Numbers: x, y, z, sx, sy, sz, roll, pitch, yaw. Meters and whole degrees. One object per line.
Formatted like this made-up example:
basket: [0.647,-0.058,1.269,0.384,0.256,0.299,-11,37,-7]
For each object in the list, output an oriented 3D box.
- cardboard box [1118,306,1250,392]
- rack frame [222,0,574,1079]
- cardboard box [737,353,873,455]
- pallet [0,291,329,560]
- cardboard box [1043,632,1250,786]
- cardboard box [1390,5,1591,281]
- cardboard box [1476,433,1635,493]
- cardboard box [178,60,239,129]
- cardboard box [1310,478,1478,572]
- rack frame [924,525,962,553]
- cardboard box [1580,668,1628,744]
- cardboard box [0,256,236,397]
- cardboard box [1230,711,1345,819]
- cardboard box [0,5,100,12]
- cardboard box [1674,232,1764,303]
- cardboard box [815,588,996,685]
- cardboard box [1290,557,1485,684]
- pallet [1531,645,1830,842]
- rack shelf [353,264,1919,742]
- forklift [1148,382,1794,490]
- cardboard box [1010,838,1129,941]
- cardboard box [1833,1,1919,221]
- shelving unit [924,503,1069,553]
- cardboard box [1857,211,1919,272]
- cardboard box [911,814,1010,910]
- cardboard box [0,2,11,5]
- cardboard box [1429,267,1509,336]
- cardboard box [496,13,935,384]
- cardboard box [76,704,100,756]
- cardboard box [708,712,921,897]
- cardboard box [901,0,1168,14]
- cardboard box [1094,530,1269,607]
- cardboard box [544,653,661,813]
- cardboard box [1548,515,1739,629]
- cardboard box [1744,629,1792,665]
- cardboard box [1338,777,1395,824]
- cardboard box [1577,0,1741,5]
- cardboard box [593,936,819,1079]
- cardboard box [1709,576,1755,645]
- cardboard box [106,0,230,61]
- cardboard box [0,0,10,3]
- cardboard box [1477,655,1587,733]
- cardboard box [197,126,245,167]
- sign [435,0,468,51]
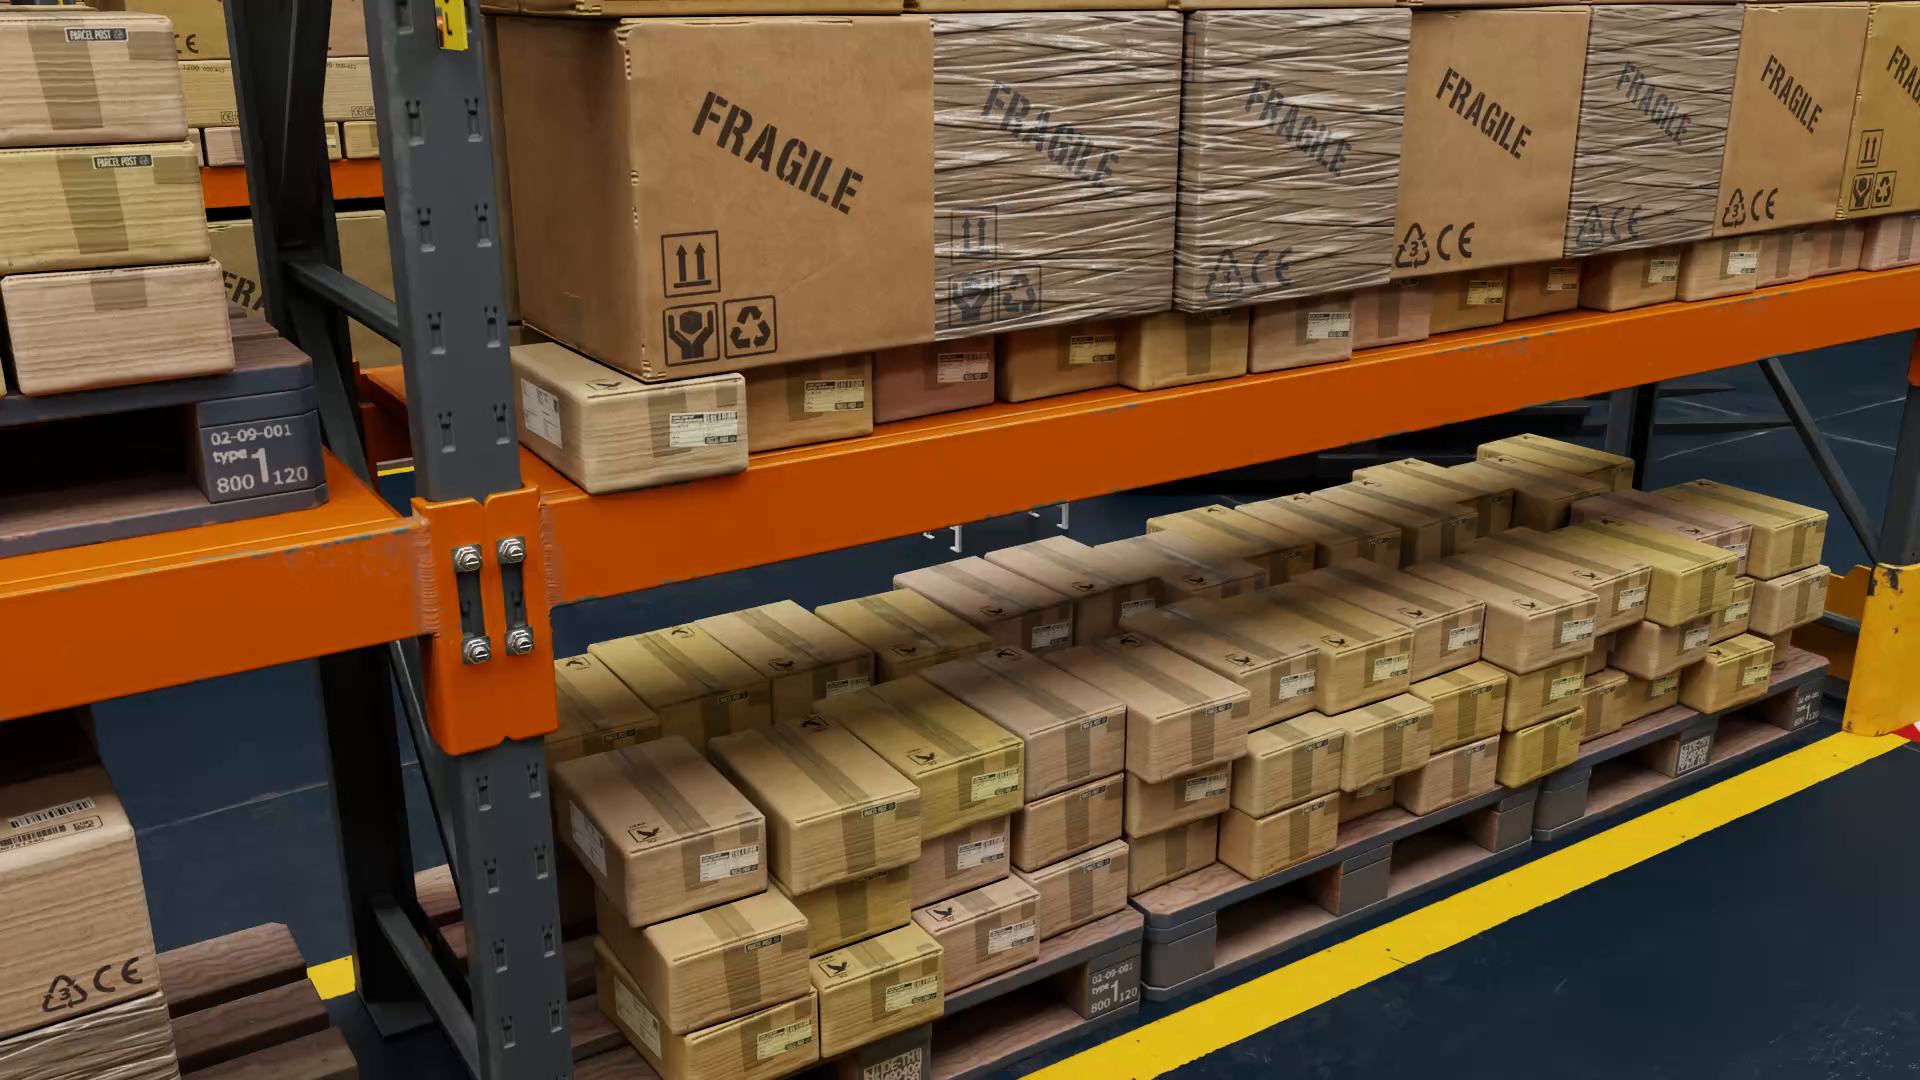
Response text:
cardboard box: [0.328,-0.403,3.146,0.250,0.149,0.380,-11,22,-30]
rack frame: [-0.935,-0.360,2.626,0.127,3.000,1.000,-12,22,-31]
cardboard box: [-0.343,-0.269,2.748,0.250,0.149,0.380,-11,22,-30]
pallet: [-1.653,-0.173,2.374,1.213,0.211,1.003,-12,22,-31]
cardboard box: [0.377,0.339,3.425,0.250,0.149,0.380,-11,22,-30]
cardboard box: [0.899,-0.839,3.421,0.500,0.500,0.500,-11,21,-29]
cardboard box: [1.782,-0.193,5.000,0.250,0.149,0.380,-13,23,-34]
cardboard box: [-3.042,-1.787,6.617,0.500,0.250,0.500,-12,22,-32]
cardboard box: [1.175,-0.037,4.537,0.250,0.149,0.380,-13,23,-34]
rack frame: [-0.066,-0.555,6.012,0.015,1.200,0.240,-12,22,-31]
cardboard box: [1.455,0.378,4.238,0.250,0.149,0.380,-12,22,-31]
cardboard box: [-1.157,-0.317,2.236,0.250,0.149,0.380,-12,22,-33]
cardboard box: [0.605,0.435,3.606,0.250,0.149,0.380,-12,22,-32]
cardboard box: [-1.516,-0.775,2.663,0.250,0.149,0.380,-11,21,-29]
cardboard box: [1.660,-0.679,3.963,0.250,0.149,0.380,-11,22,-30]
cardboard box: [-0.125,0.251,3.685,0.250,0.149,0.380,-11,22,-30]
cardboard box: [0.990,0.182,3.889,0.250,0.149,0.380,-13,23,-33]
pallet: [1.645,0.403,4.722,1.213,0.211,1.003,-12,22,-31]
rack shelf: [0.736,-0.372,3.783,4.000,0.370,1.077,-12,22,-31]
forklift: [2.058,-1.756,6.863,3.031,2.935,1.130,-1,19,-3]
cardboard box: [0.132,0.651,3.432,0.250,0.149,0.380,-12,22,-33]
cardboard box: [2.172,-1.105,4.209,0.500,0.500,0.500,-11,22,-30]
shelving unit: [0.138,-0.598,6.139,0.503,1.200,0.258,-12,22,-31]
cardboard box: [2.289,-0.813,4.357,0.250,0.149,0.380,-12,22,-31]
cardboard box: [-0.110,0.551,3.262,0.250,0.149,0.380,-12,22,-32]
cardboard box: [-8.448,-4.419,14.477,0.500,0.500,0.500,-11,22,-30]
cardboard box: [0.953,-0.558,3.604,0.250,0.149,0.380,-11,22,-30]
cardboard box: [-0.382,-0.568,2.621,0.500,0.500,0.500,-12,22,-32]
cardboard box: [-1.697,0.329,2.663,0.500,0.250,0.500,-13,23,-34]
cardboard box: [-0.270,0.472,3.032,0.250,0.149,0.380,-11,21,-29]
cardboard box: [0.001,-1.132,2.727,0.500,0.500,0.500,-13,22,-33]
cardboard box: [0.536,0.114,4.092,0.250,0.149,0.380,-12,22,-31]
cardboard box: [-0.781,0.377,3.312,0.250,0.149,0.380,-11,22,-30]
cardboard box: [1.716,0.075,4.207,0.250,0.149,0.380,-12,22,-33]
cardboard box: [2.081,0.235,4.660,0.250,0.149,0.380,-11,22,-30]
cardboard box: [0.785,0.507,3.856,0.250,0.149,0.380,-11,22,-30]
cardboard box: [1.308,-1.396,3.509,0.500,0.500,0.500,-11,21,-29]
cardboard box: [-0.454,0.813,2.951,0.250,0.149,0.380,-13,23,-34]
cardboard box: [1.874,0.147,4.458,0.250,0.149,0.380,-13,22,-33]
cardboard box: [-3.037,-2.146,6.507,0.500,0.500,0.500,-12,22,-31]
cardboard box: [-8.475,-4.884,14.290,0.500,0.500,0.500,-11,22,-30]
cardboard box: [1.264,0.302,3.999,0.250,0.149,0.380,-12,22,-31]
cardboard box: [-2.929,-1.595,6.671,0.250,0.149,0.380,-13,22,-33]
sign: [-0.626,-0.761,2.004,0.005,0.325,0.100,-12,22,-31]
